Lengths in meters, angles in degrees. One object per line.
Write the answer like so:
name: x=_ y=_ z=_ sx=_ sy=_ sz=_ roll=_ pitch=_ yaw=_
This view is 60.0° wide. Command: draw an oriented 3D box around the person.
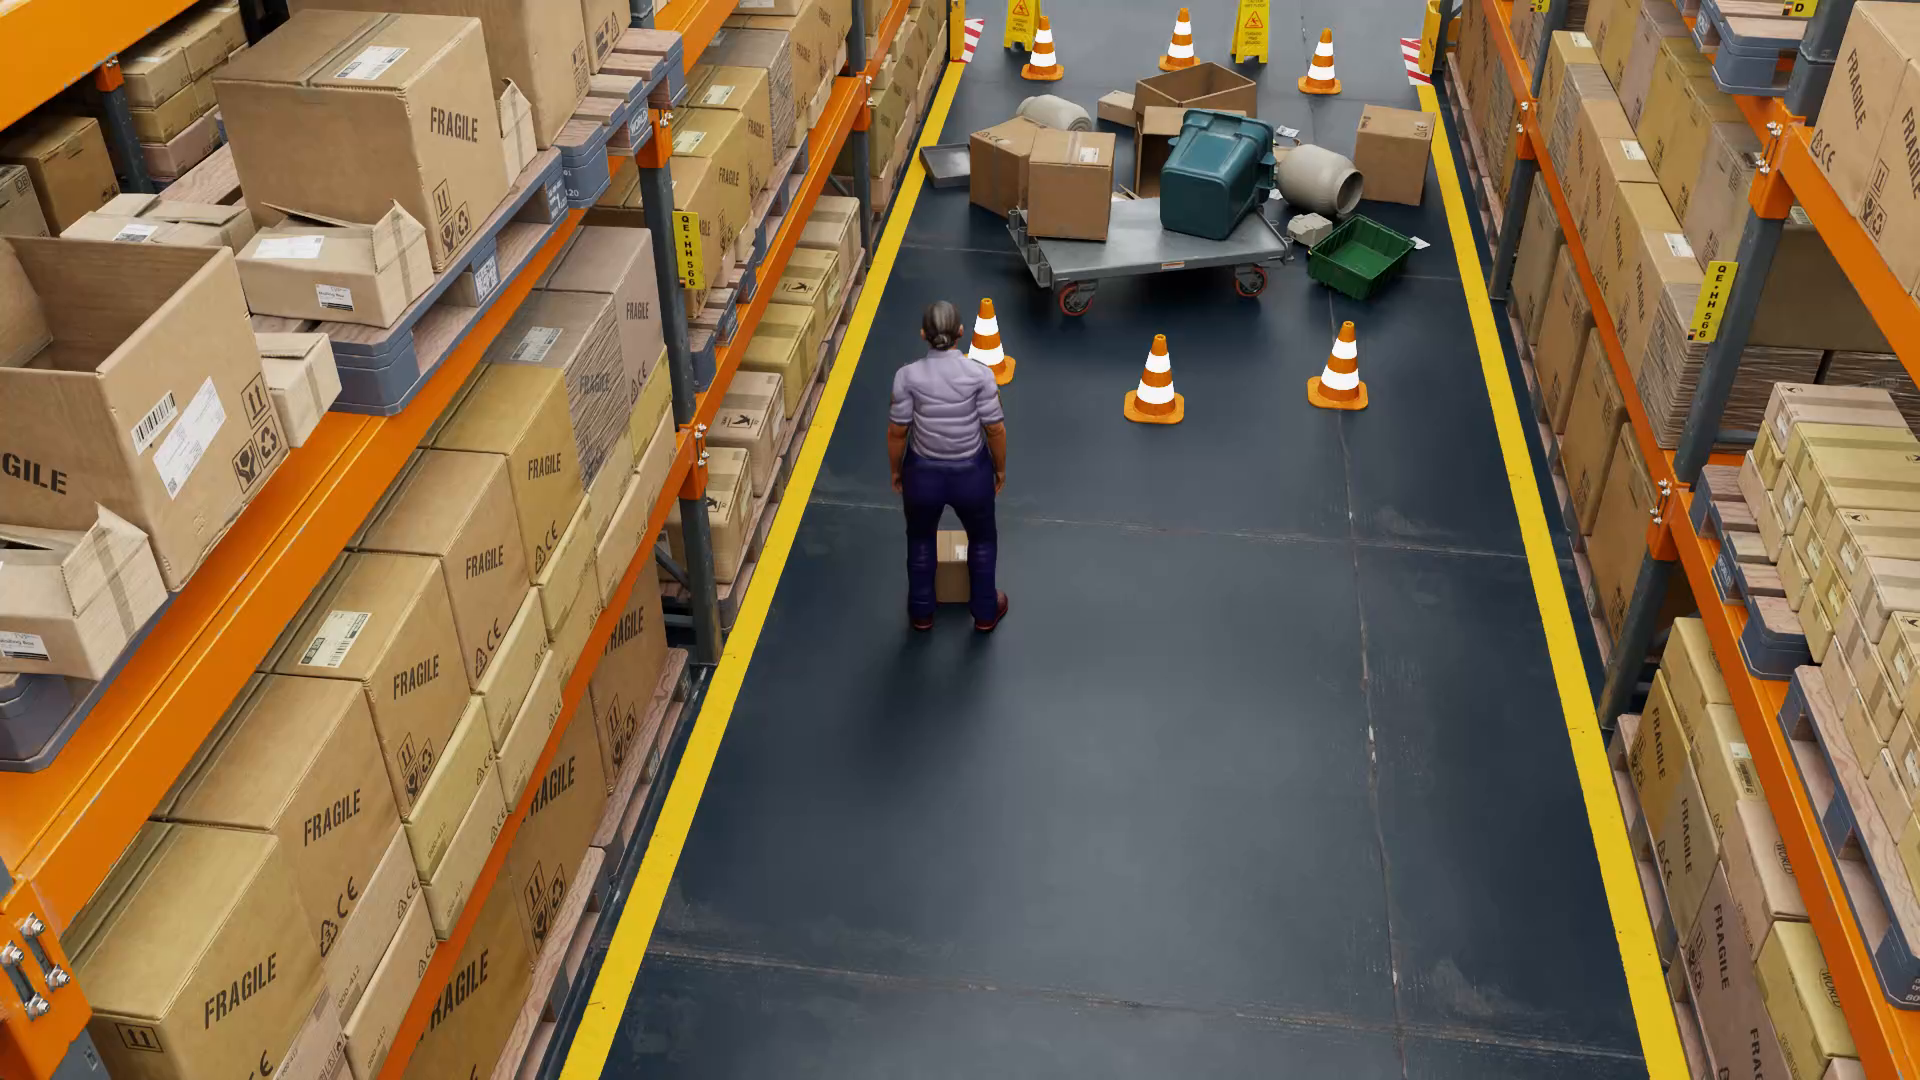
person: x=-0.046 y=-0.291 z=7.442 sx=0.550 sy=1.649 sz=0.375 roll=1 pitch=36 yaw=1
